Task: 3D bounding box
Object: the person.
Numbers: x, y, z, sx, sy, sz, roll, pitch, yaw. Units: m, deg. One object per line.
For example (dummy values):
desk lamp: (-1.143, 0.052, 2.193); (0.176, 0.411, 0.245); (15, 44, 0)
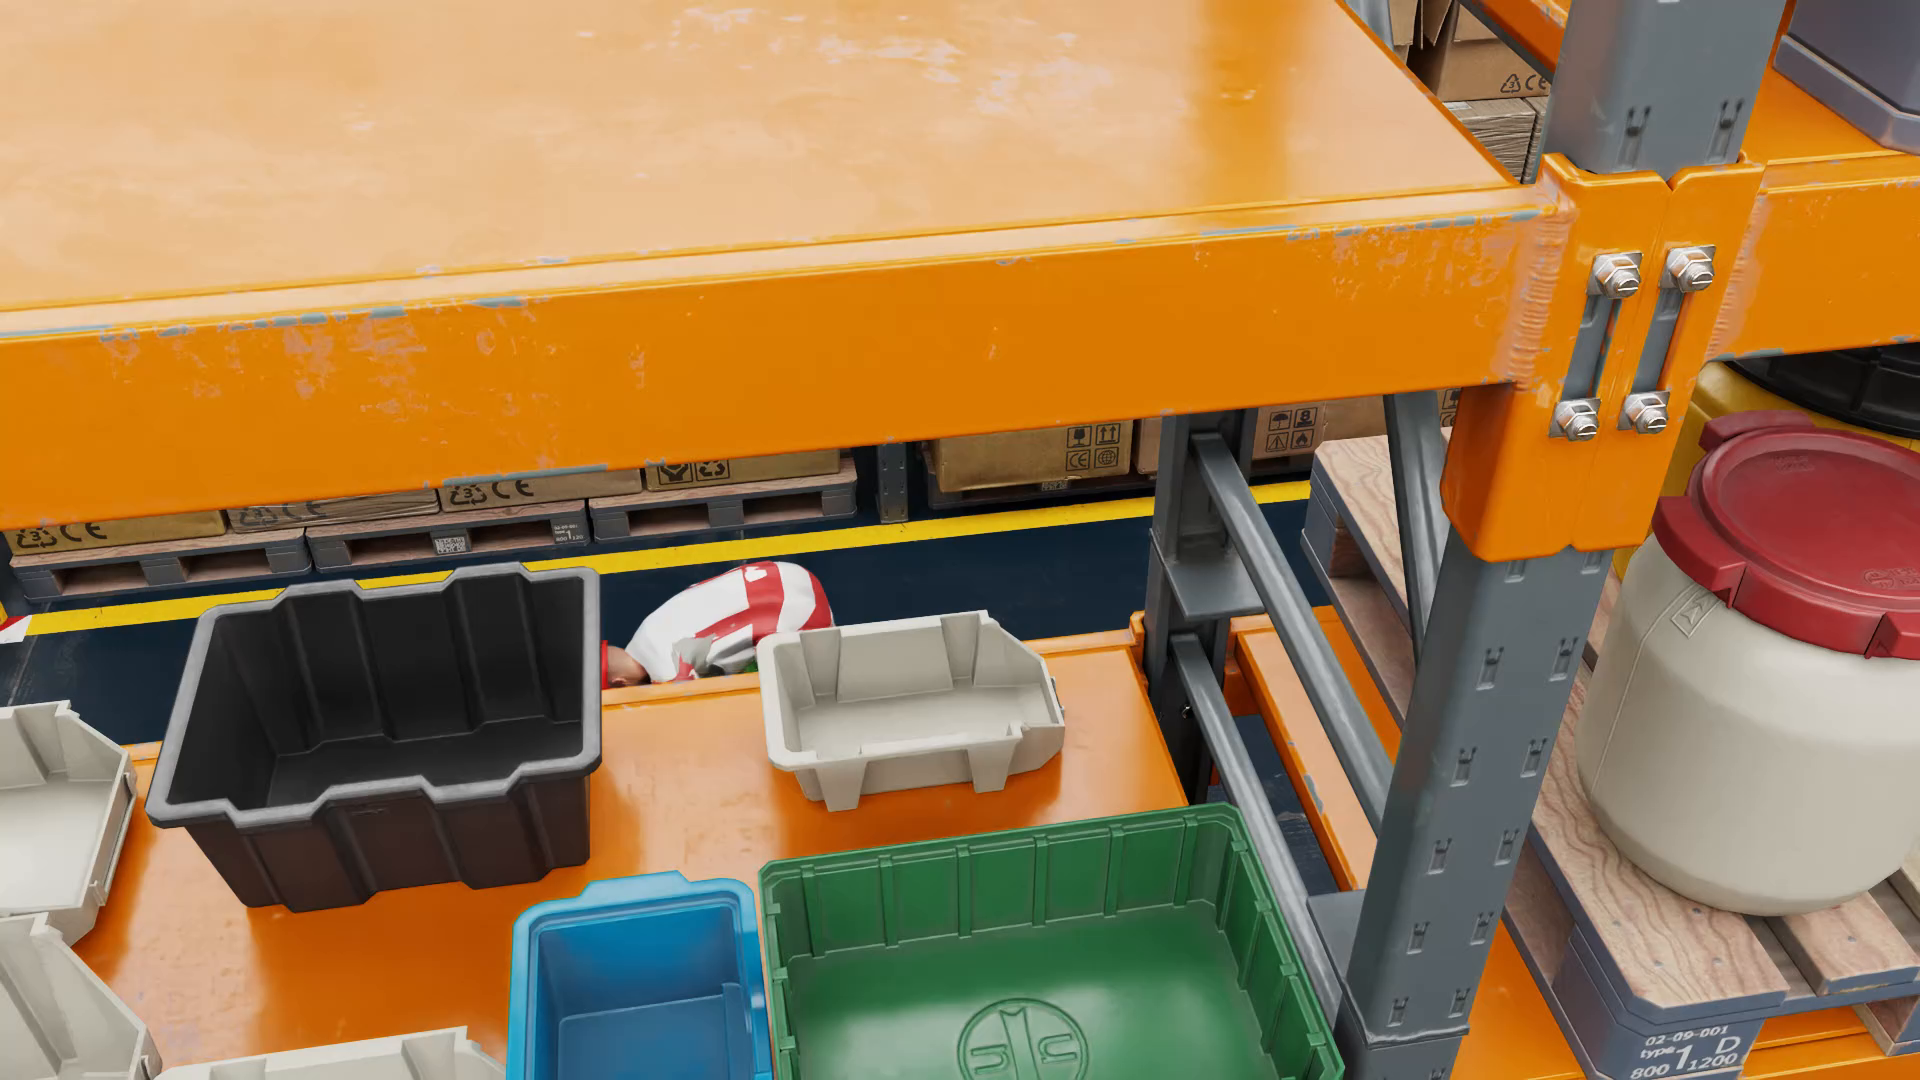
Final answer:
person: (-0.920, 0.563, 6.066); (0.948, 0.983, 0.530); (-8, 39, -10)
